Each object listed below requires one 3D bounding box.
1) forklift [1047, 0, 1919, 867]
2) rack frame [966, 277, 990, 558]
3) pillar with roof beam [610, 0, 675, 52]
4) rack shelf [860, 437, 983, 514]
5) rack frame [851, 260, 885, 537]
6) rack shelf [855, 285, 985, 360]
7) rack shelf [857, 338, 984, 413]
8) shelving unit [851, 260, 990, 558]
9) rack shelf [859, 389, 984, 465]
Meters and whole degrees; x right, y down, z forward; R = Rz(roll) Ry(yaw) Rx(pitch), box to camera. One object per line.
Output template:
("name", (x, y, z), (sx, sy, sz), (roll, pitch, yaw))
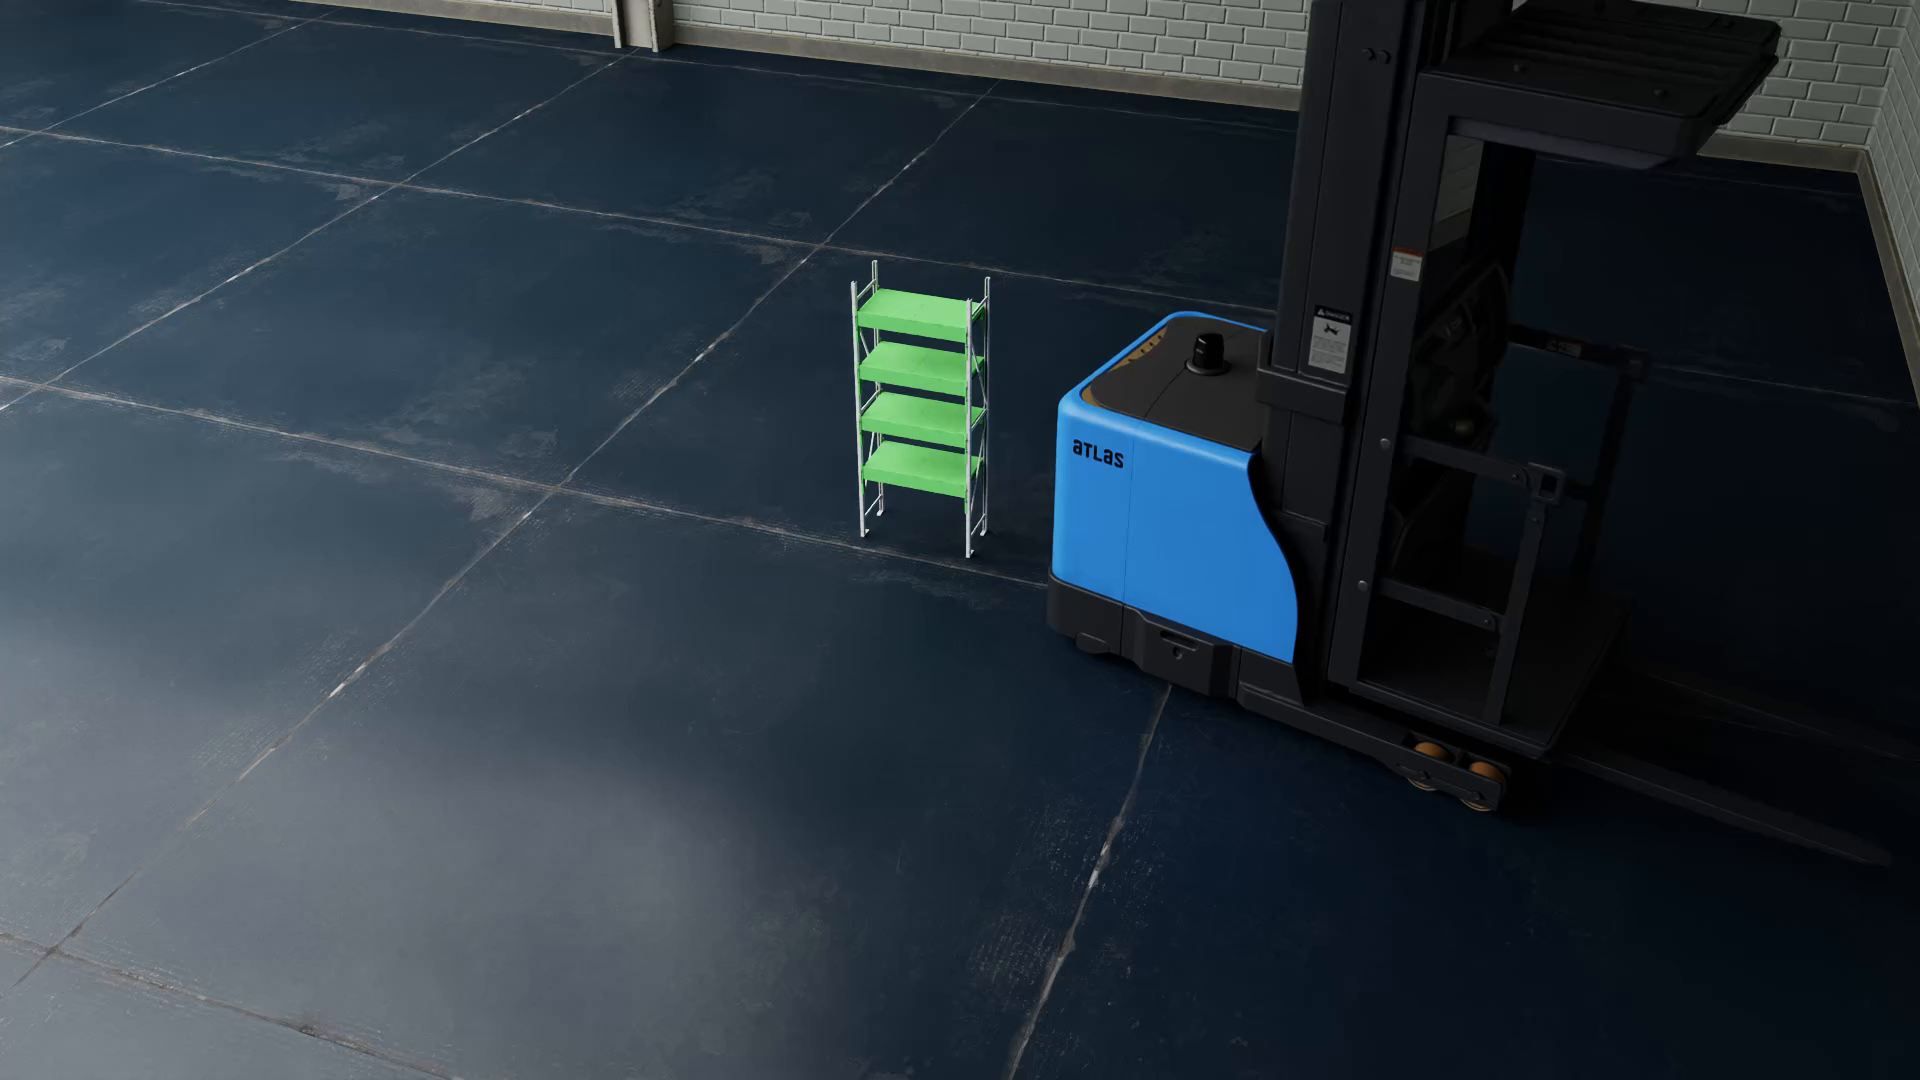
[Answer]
("forklift", (1.856, -0.618, 5.506), (3.031, 2.935, 1.130), (20, 38, 28))
("rack frame", (0.074, -0.490, 6.902), (0.015, 1.200, 0.240), (11, 34, 16))
("pillar with roof beam", (-3.996, -5.595, 7.619), (0.400, 9.000, 9.100), (11, 34, 16))
("rack shelf", (-0.156, -0.279, 7.136), (0.480, 0.148, 0.258), (11, 34, 16))
("rack frame", (-0.386, -0.579, 7.041), (0.015, 1.200, 0.240), (11, 34, 16))
("rack shelf", (-0.156, -0.884, 6.746), (0.480, 0.148, 0.258), (11, 34, 16))
("rack shelf", (-0.156, -0.682, 6.876), (0.480, 0.148, 0.258), (11, 34, 16))
("shelving unit", (-0.156, -0.534, 6.971), (0.503, 1.200, 0.258), (11, 34, 16))
("rack shelf", (-0.156, -0.481, 7.006), (0.480, 0.148, 0.258), (11, 34, 16))
